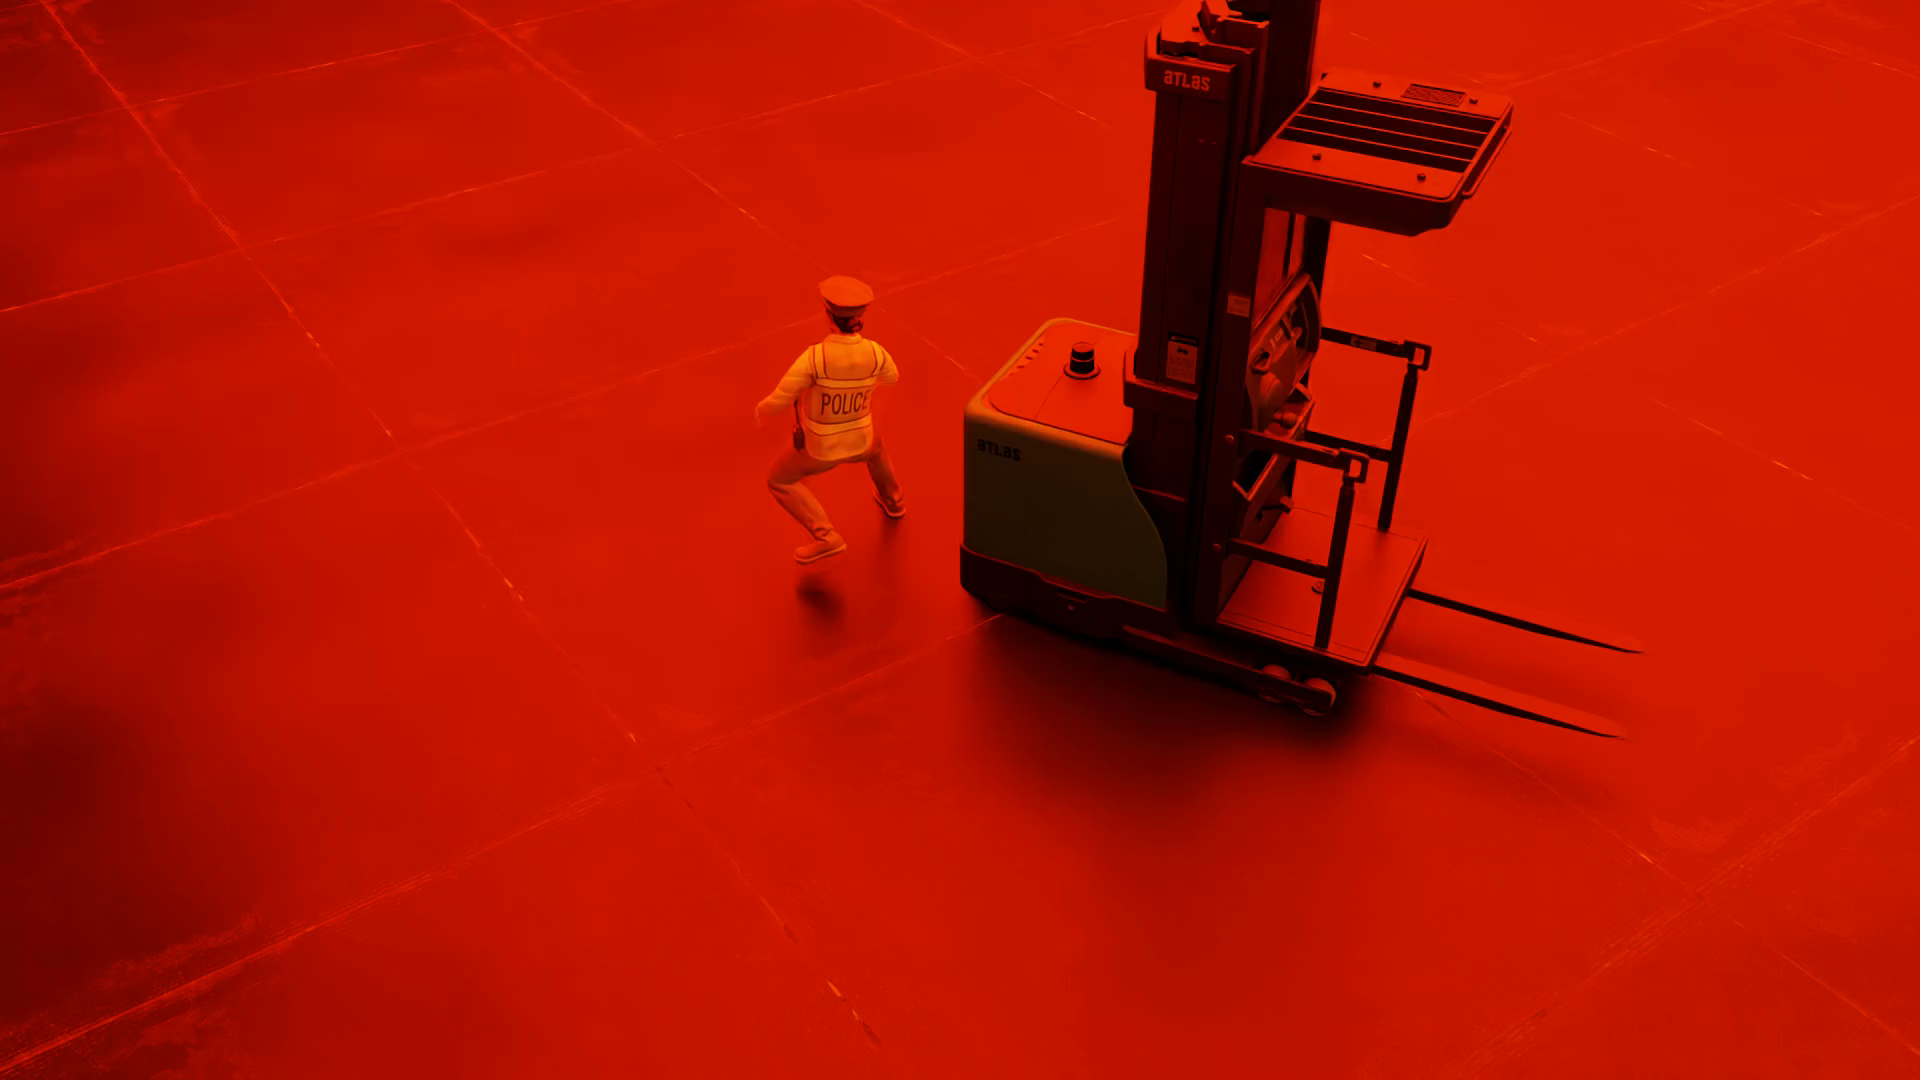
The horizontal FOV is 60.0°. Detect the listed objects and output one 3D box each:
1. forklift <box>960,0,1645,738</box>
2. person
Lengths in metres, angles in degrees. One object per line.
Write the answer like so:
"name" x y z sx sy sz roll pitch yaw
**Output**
"forklift" 1.550 -0.764 6.978 3.031 2.935 1.130 17 40 21
"person" -0.595 -0.614 7.969 0.801 1.497 0.630 -16 39 -20
